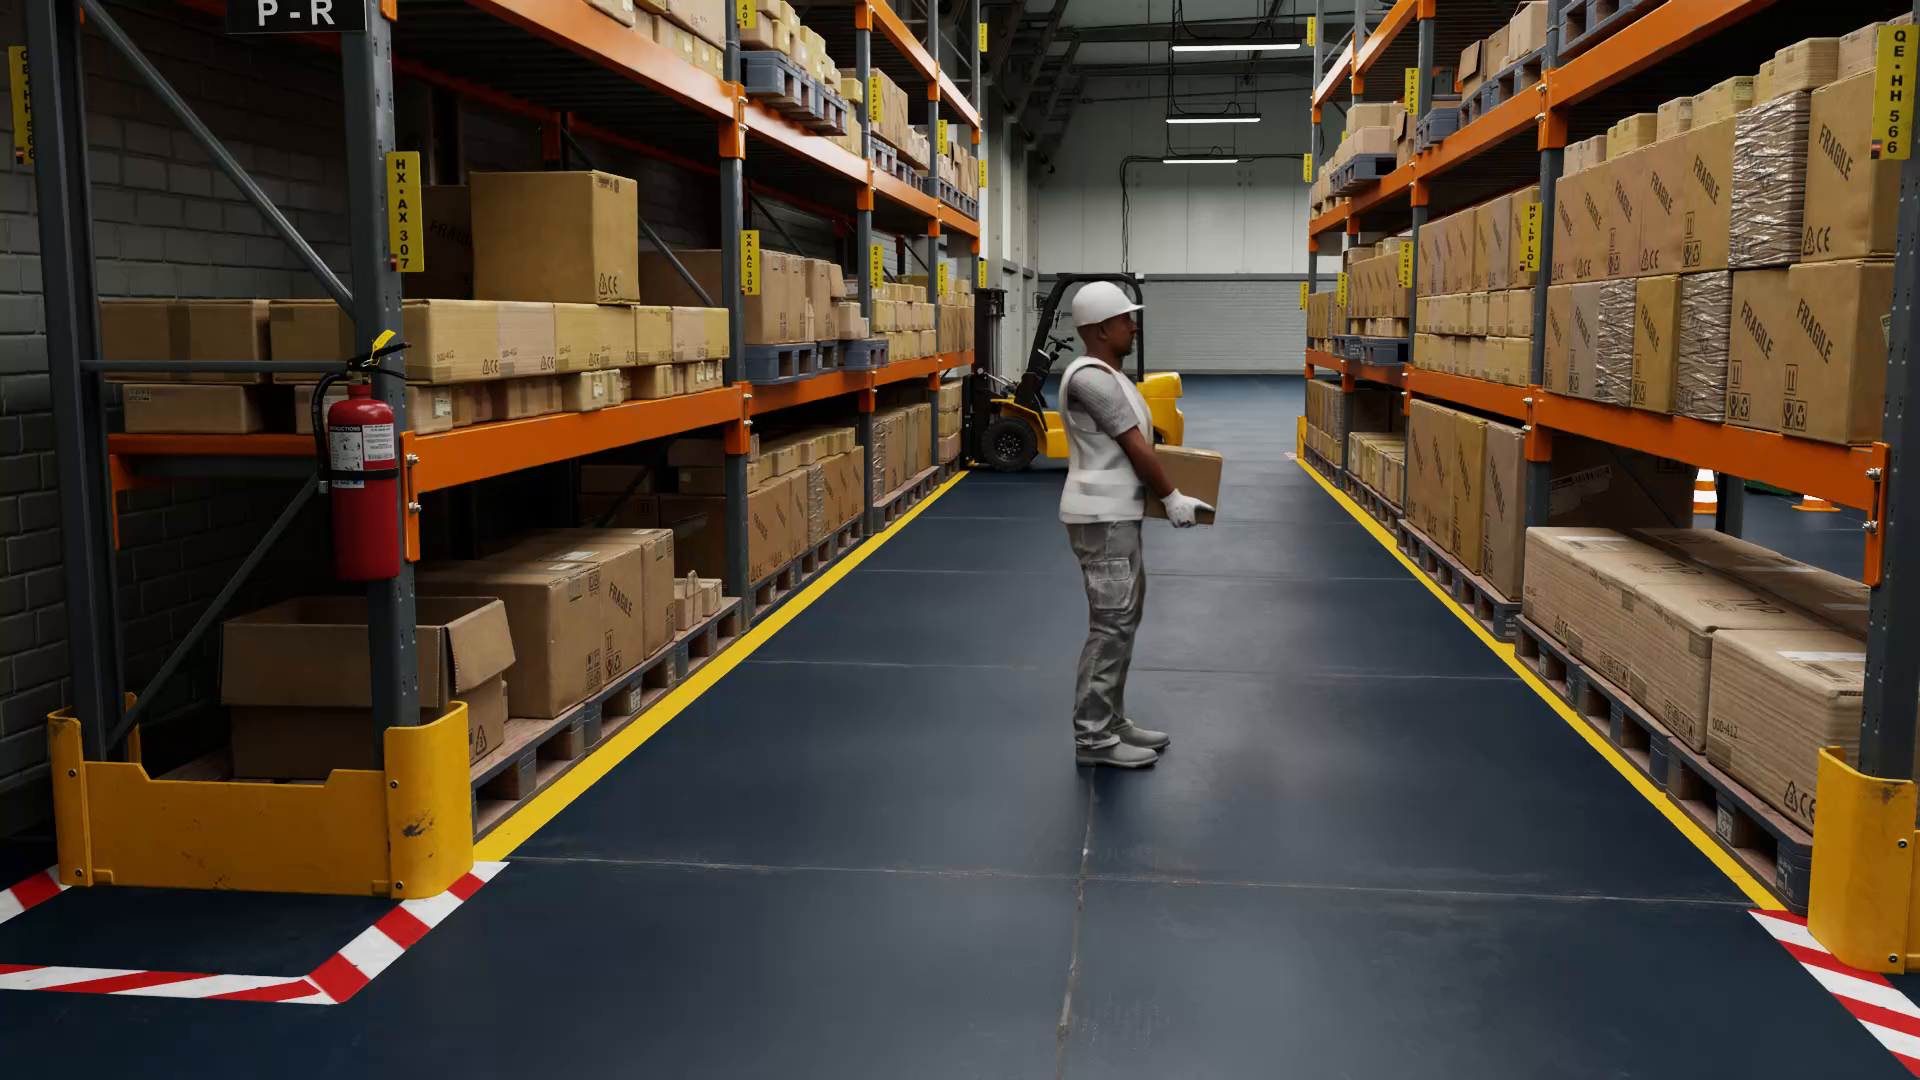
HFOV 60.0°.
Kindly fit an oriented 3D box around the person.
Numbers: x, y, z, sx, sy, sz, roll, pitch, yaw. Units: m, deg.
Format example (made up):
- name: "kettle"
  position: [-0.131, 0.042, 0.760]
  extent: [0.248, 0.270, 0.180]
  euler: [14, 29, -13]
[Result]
- name: "person"
  position: [0.658, -0.065, 6.213]
  extent: [0.573, 1.781, 0.489]
  euler: [1, 8, 7]
